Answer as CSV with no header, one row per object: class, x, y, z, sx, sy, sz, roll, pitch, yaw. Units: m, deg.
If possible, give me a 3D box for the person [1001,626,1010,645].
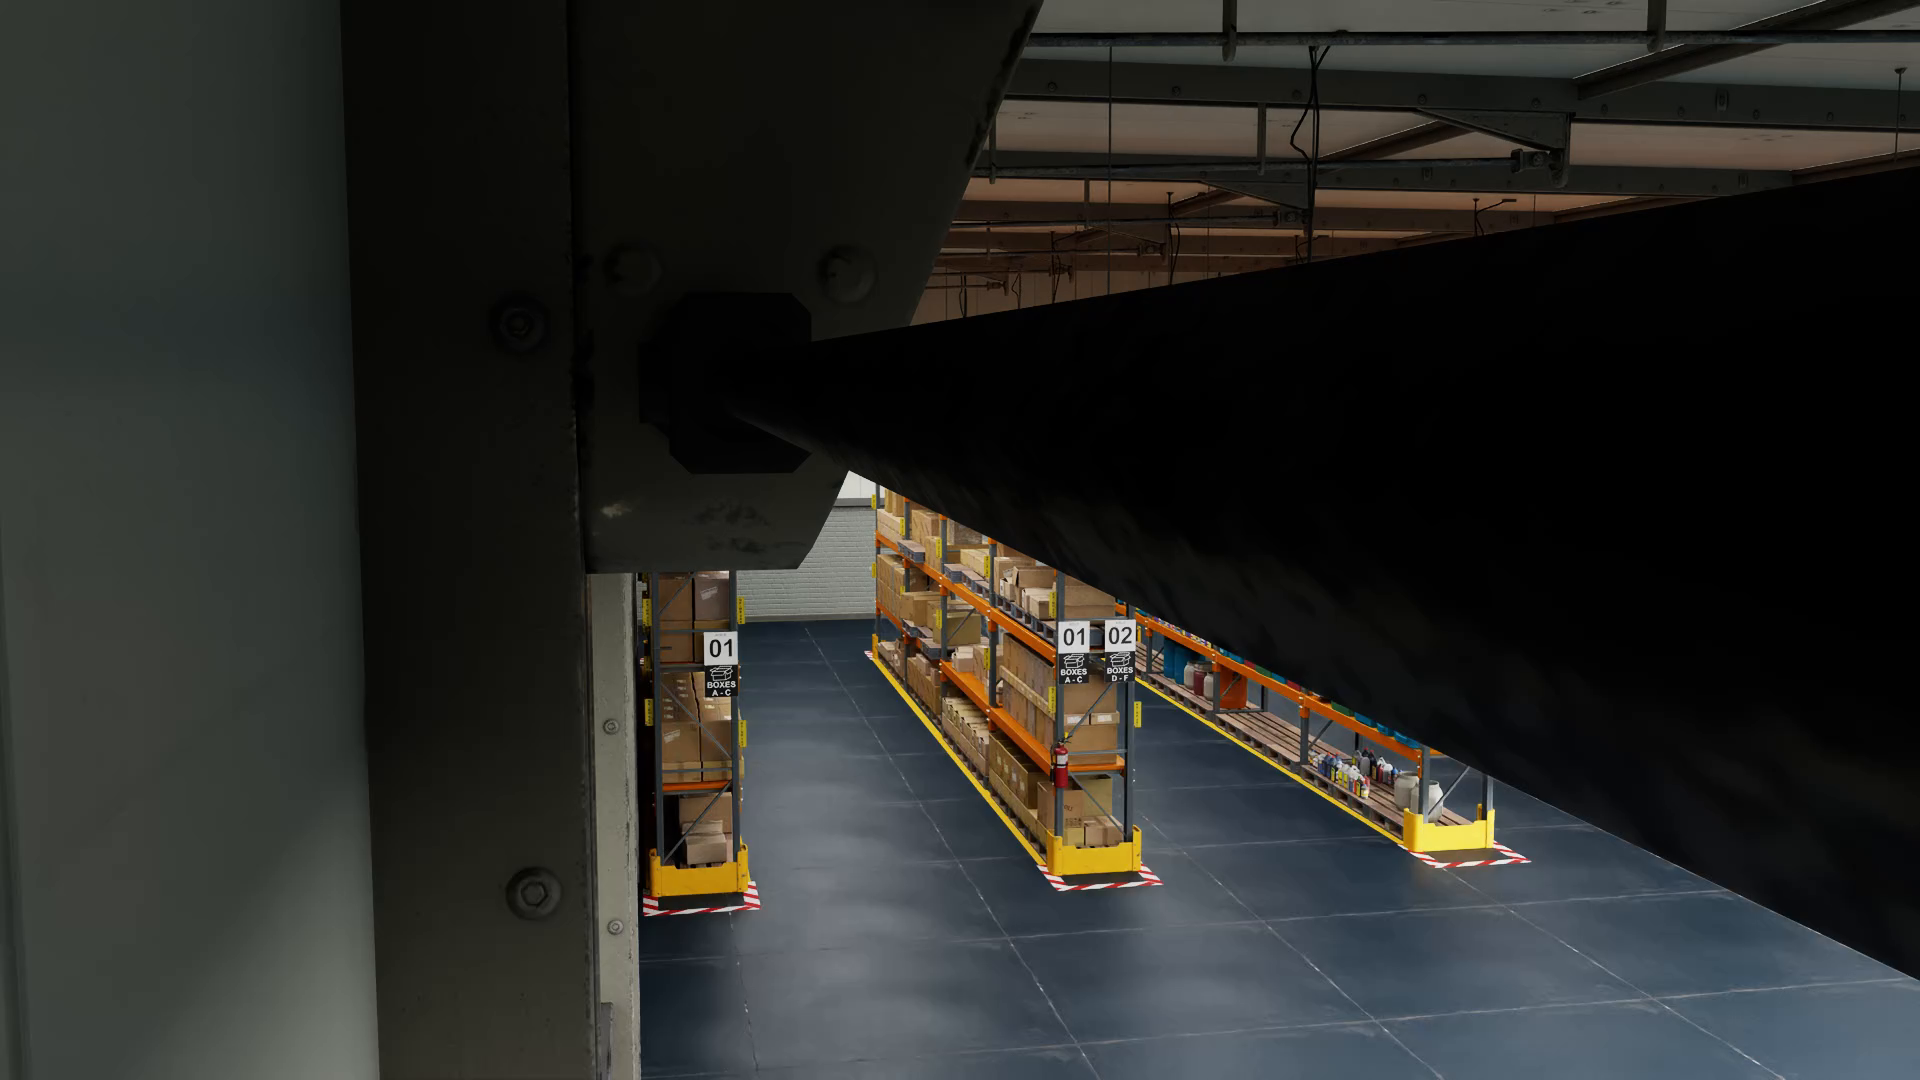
person,1.035,1.887,34.427,0.642,1.817,0.891,-2,6,-16
